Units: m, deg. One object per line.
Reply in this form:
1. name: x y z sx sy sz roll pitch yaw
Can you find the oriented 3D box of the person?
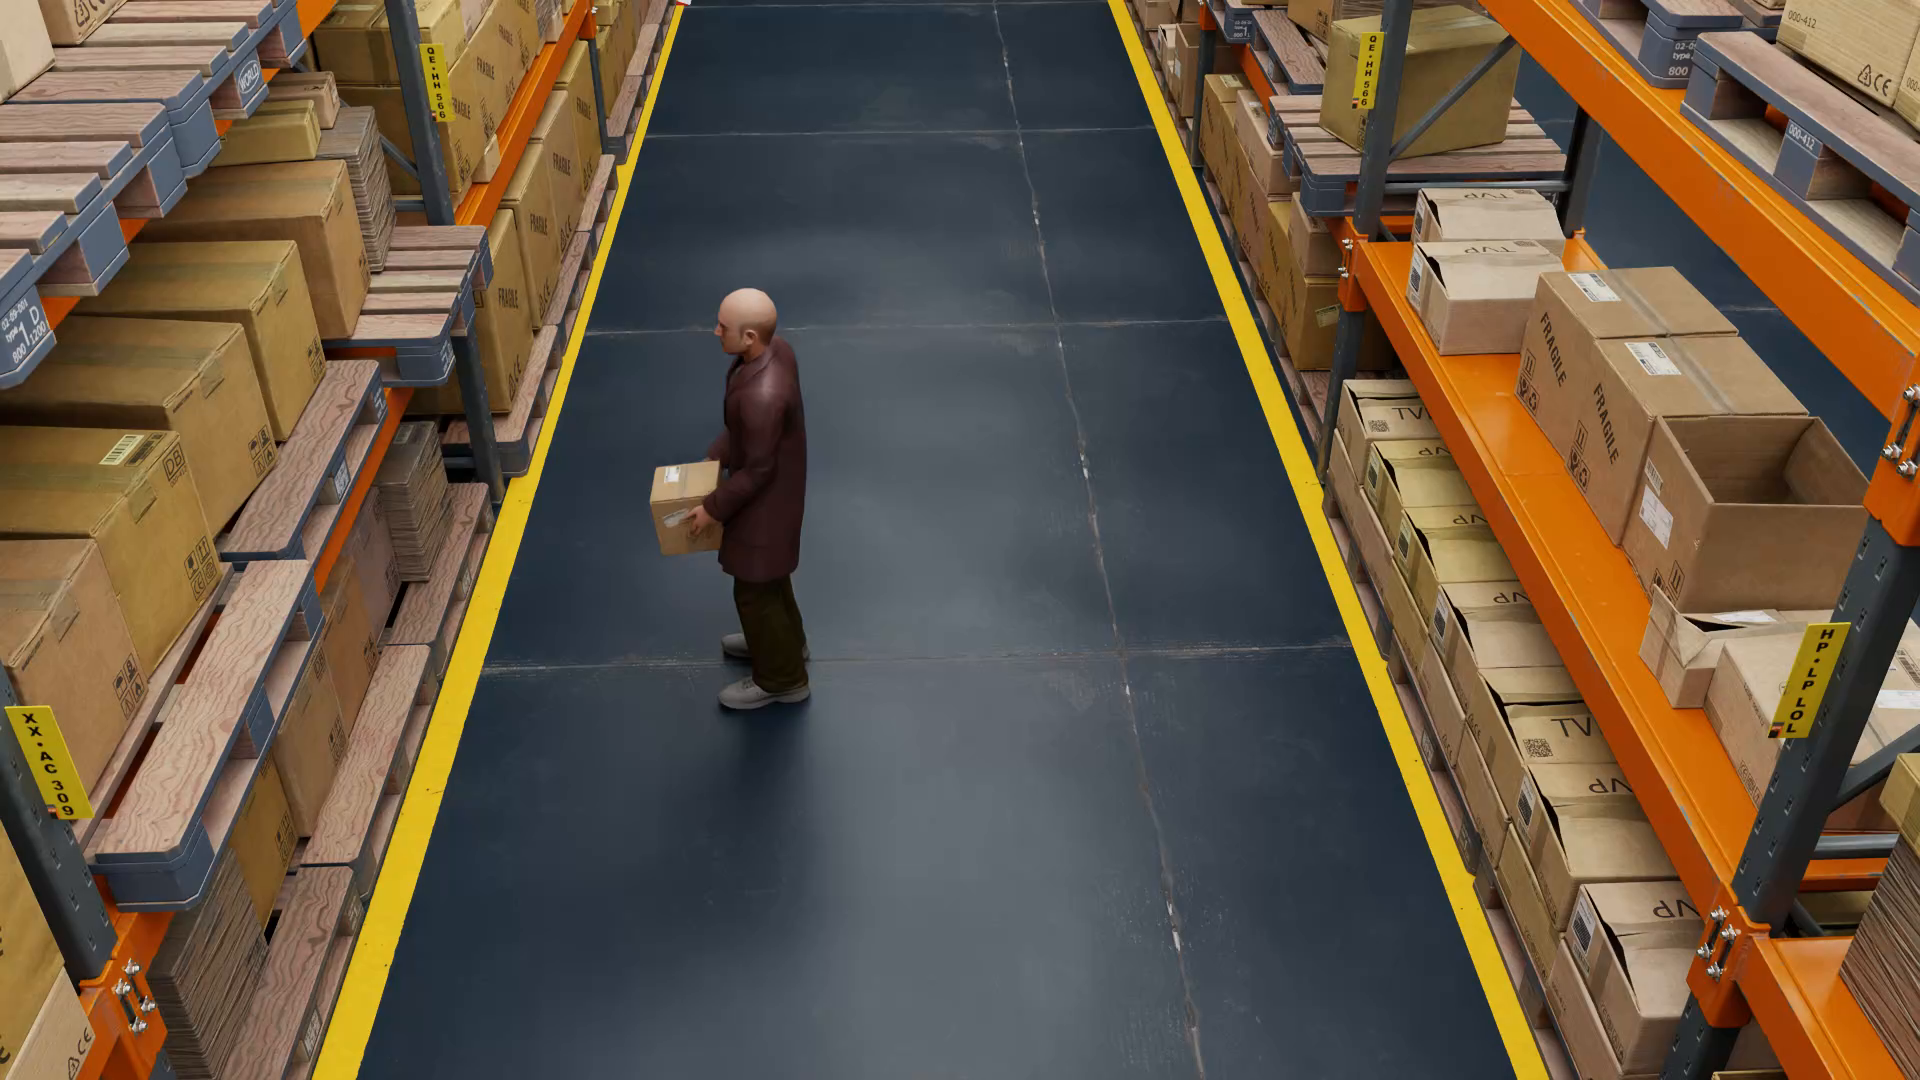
1. person: -0.810 -0.152 6.370 0.467 1.782 0.575 -2 35 -3
